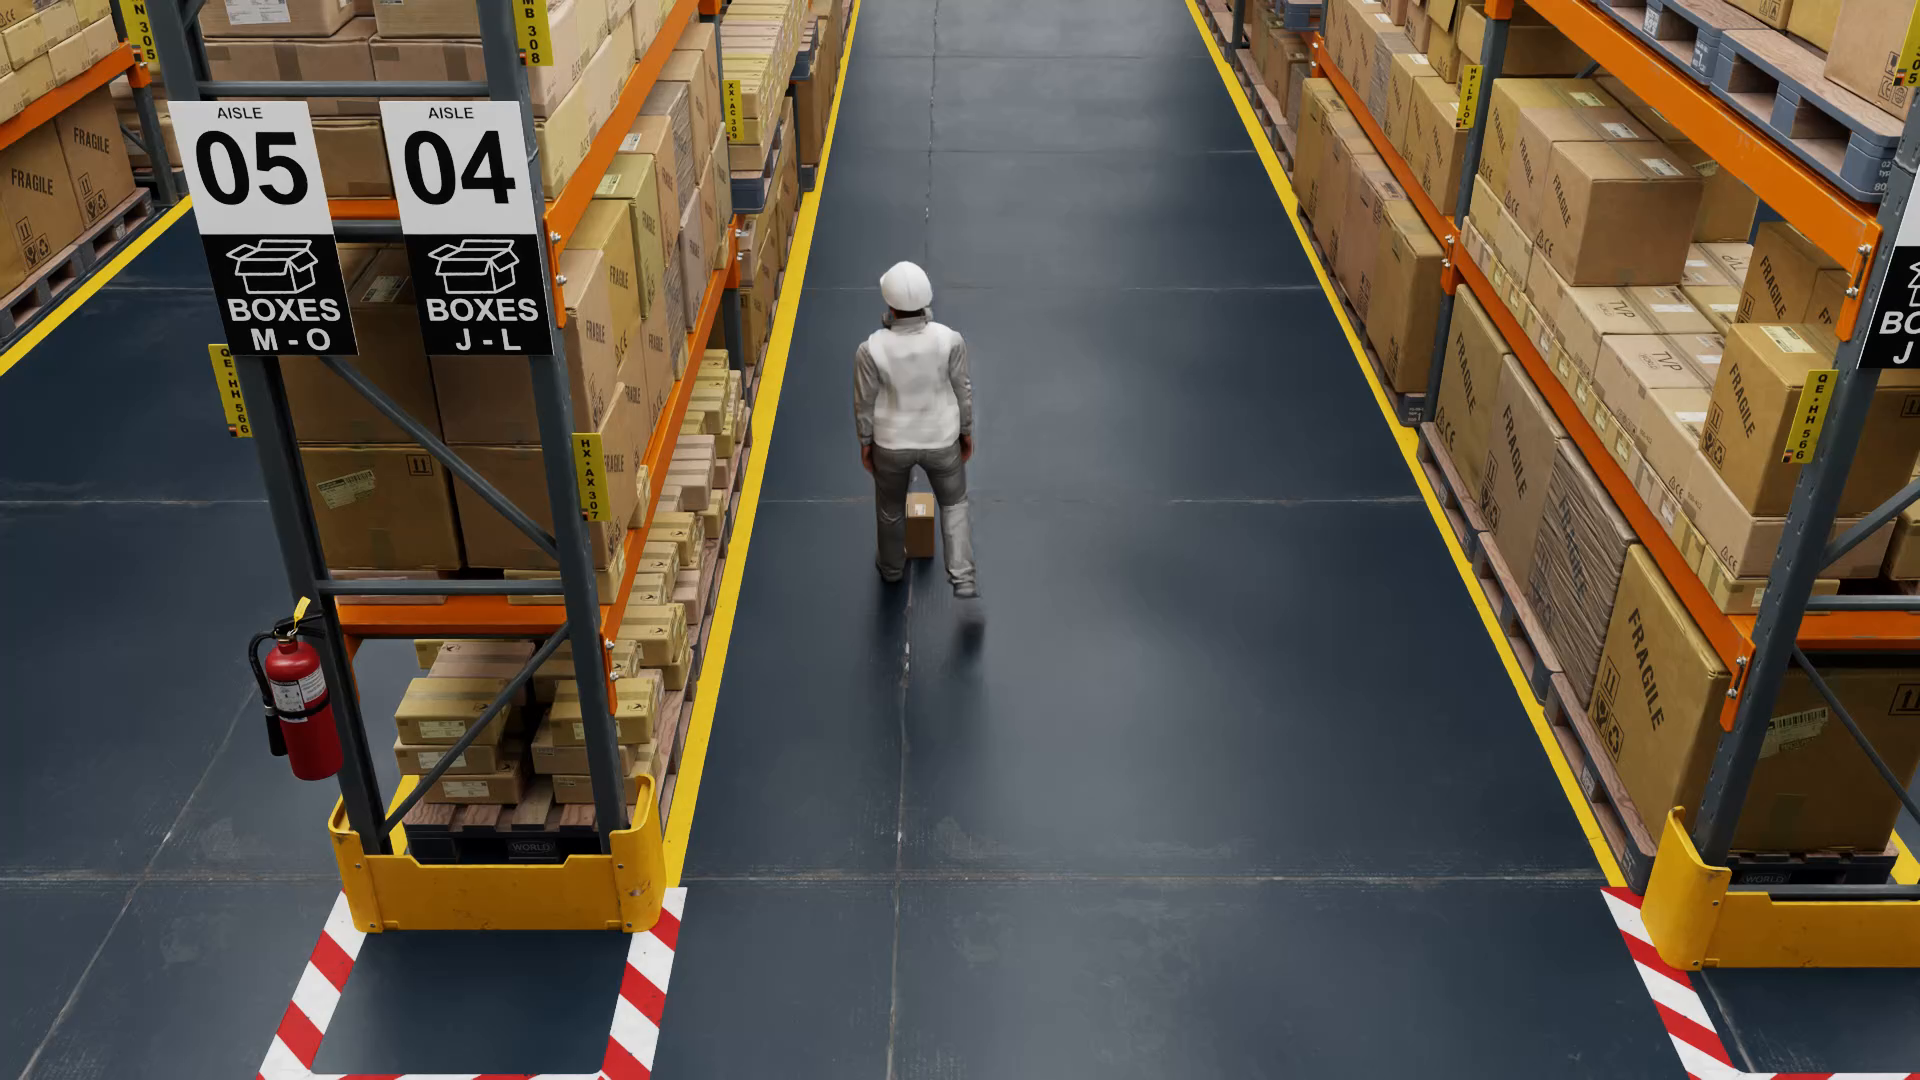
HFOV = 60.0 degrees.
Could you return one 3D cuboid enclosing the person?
[{"bbox_3d":[-0.211,-0.493,7.893,0.578,1.762,0.784,-3,31,-5],"label":"person"}]
